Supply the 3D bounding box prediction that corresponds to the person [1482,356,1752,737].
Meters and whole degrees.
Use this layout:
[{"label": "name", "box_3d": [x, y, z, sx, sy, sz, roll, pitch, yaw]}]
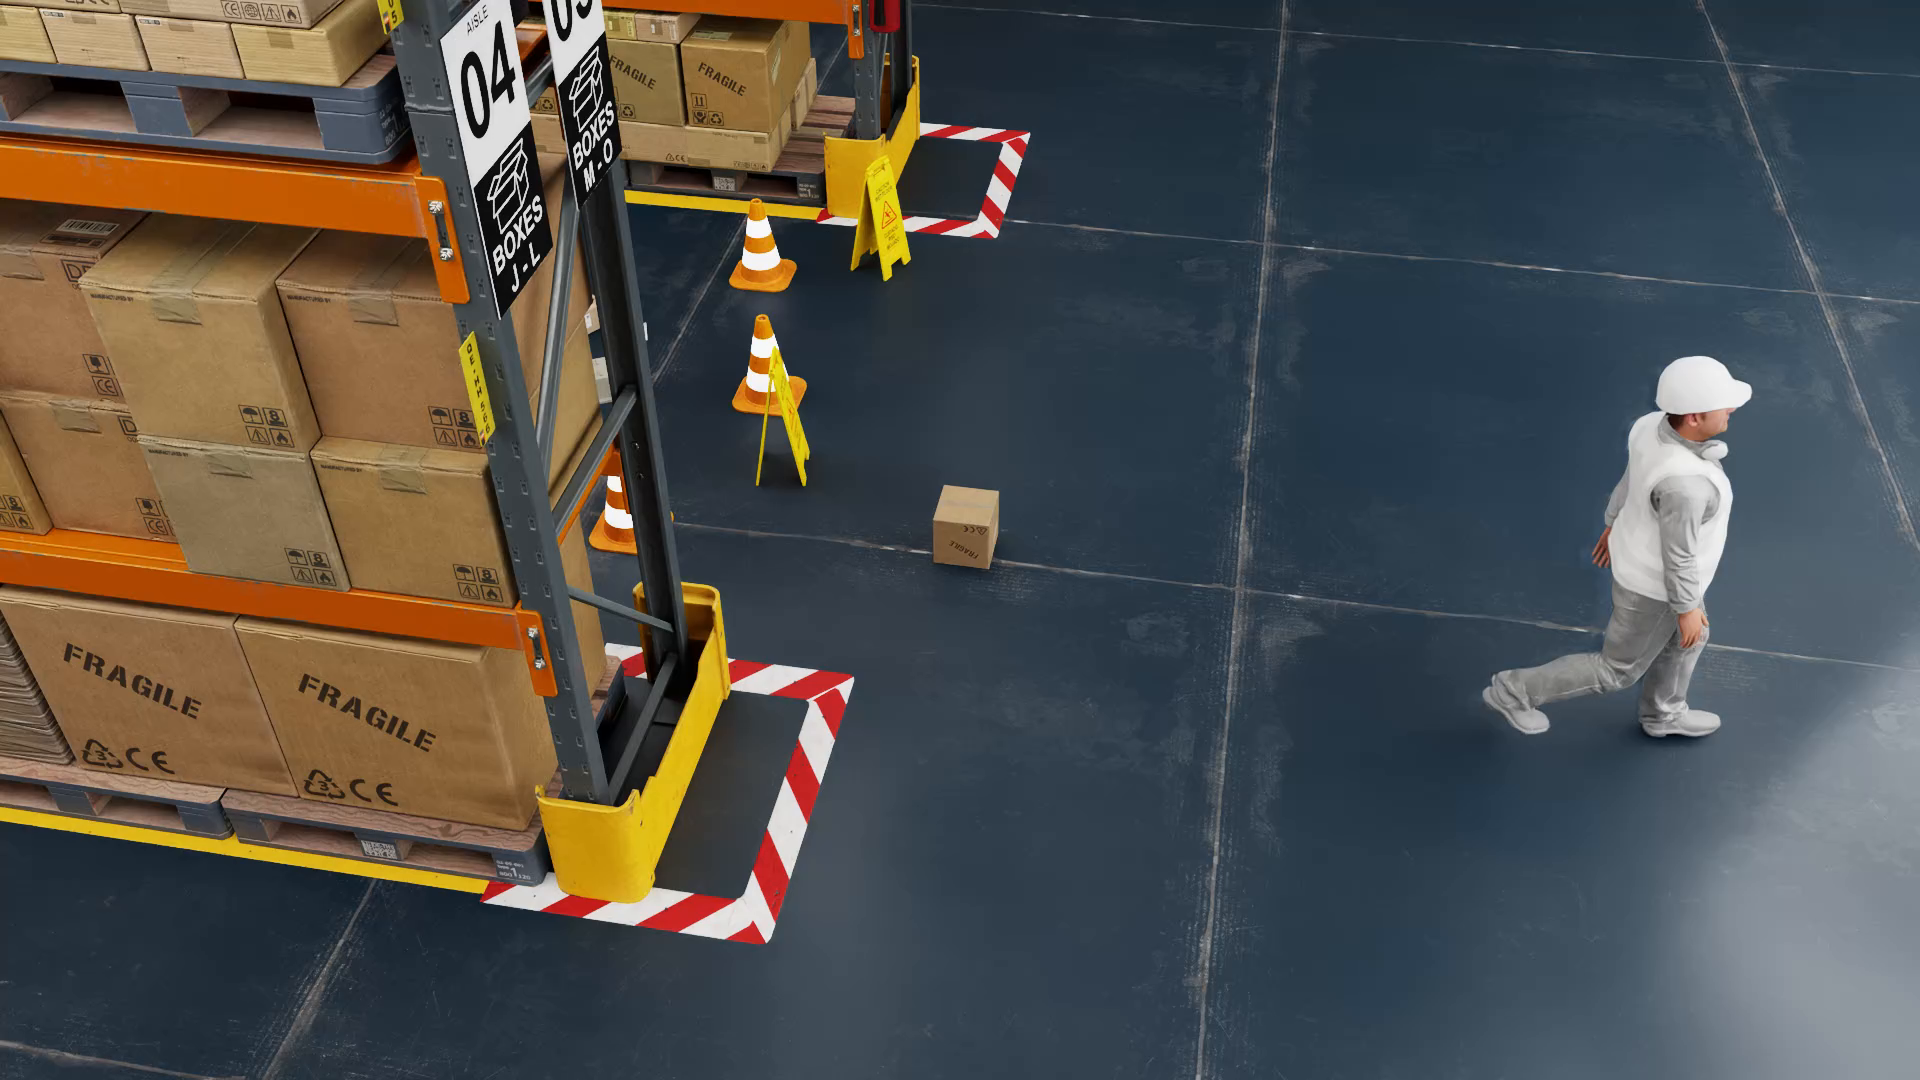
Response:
[{"label": "person", "box_3d": [2.513, 0.095, 6.032, 0.949, 1.730, 0.552, 8, 41, 9]}]
